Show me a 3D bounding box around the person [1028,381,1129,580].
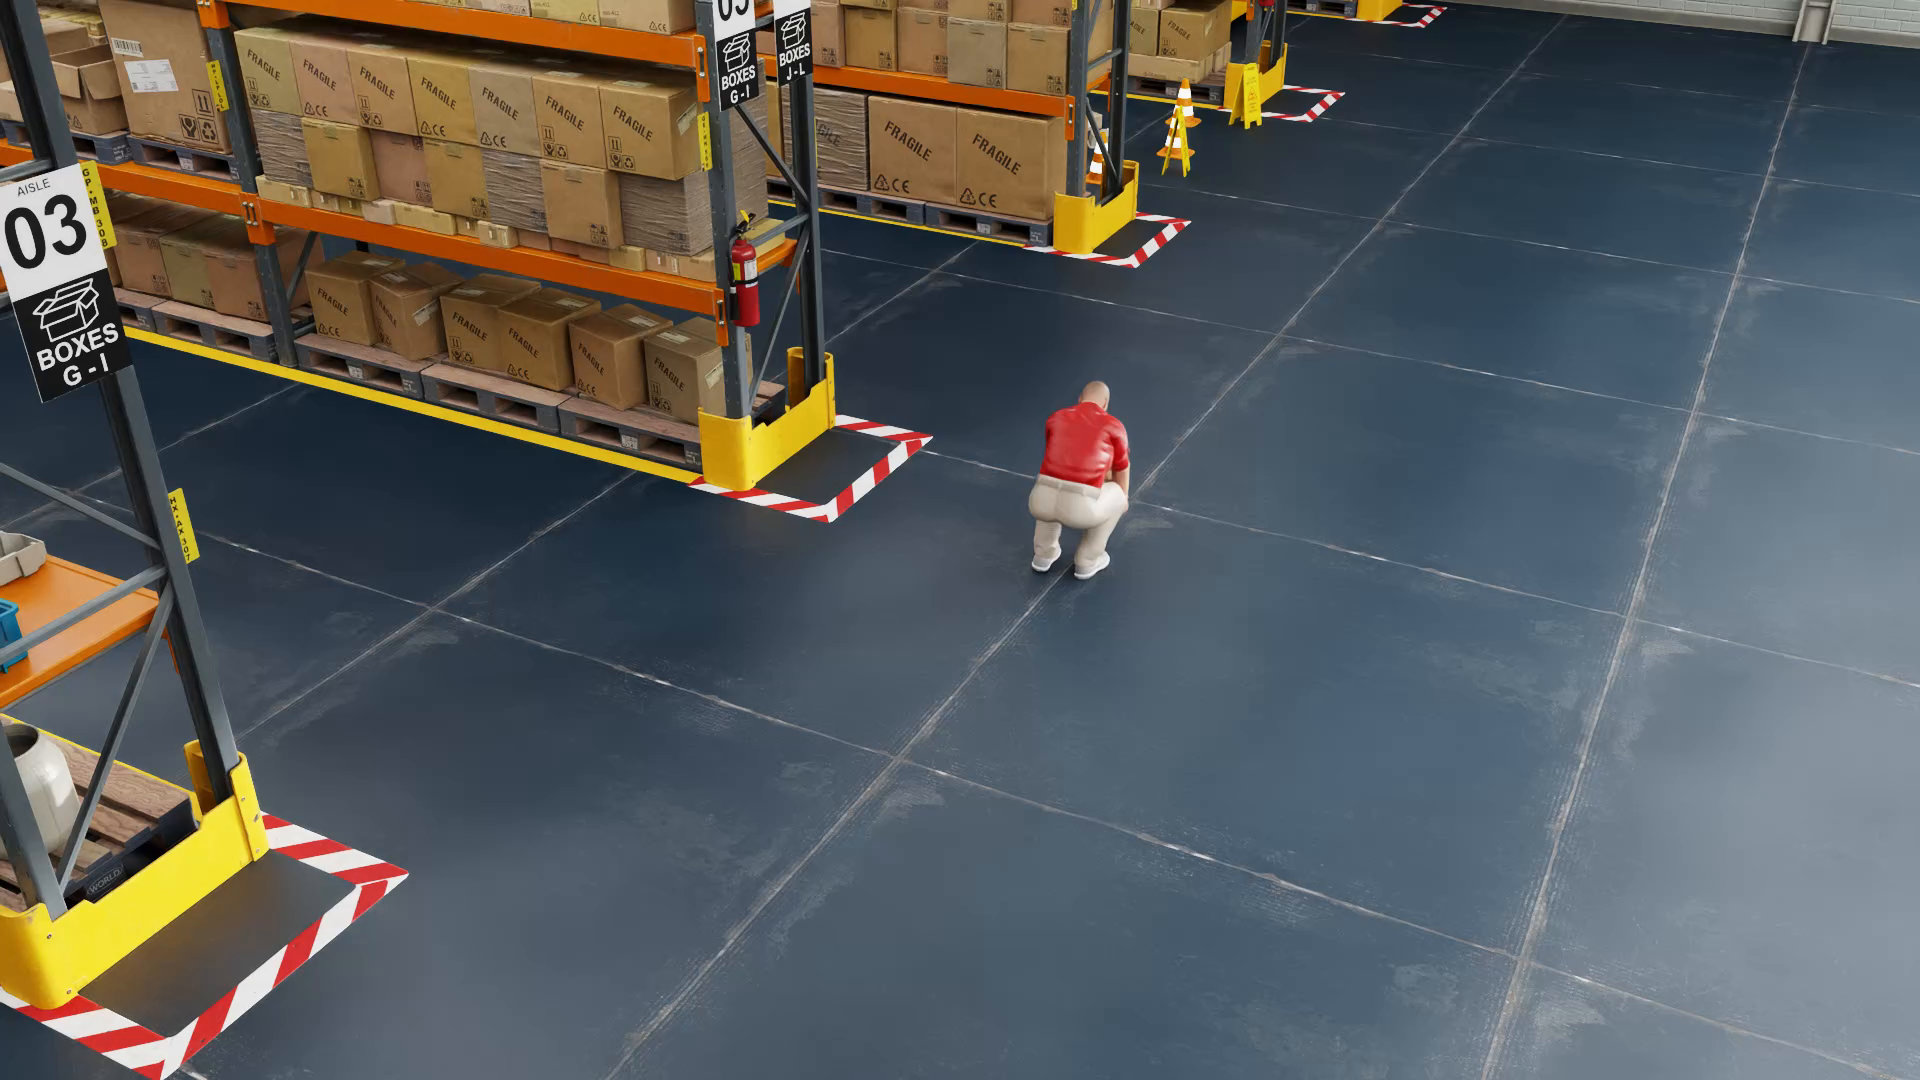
[{"bbox_3d":[0.687,-0.324,9.625,0.525,0.993,0.853,13,33,22],"label":"person"}]
